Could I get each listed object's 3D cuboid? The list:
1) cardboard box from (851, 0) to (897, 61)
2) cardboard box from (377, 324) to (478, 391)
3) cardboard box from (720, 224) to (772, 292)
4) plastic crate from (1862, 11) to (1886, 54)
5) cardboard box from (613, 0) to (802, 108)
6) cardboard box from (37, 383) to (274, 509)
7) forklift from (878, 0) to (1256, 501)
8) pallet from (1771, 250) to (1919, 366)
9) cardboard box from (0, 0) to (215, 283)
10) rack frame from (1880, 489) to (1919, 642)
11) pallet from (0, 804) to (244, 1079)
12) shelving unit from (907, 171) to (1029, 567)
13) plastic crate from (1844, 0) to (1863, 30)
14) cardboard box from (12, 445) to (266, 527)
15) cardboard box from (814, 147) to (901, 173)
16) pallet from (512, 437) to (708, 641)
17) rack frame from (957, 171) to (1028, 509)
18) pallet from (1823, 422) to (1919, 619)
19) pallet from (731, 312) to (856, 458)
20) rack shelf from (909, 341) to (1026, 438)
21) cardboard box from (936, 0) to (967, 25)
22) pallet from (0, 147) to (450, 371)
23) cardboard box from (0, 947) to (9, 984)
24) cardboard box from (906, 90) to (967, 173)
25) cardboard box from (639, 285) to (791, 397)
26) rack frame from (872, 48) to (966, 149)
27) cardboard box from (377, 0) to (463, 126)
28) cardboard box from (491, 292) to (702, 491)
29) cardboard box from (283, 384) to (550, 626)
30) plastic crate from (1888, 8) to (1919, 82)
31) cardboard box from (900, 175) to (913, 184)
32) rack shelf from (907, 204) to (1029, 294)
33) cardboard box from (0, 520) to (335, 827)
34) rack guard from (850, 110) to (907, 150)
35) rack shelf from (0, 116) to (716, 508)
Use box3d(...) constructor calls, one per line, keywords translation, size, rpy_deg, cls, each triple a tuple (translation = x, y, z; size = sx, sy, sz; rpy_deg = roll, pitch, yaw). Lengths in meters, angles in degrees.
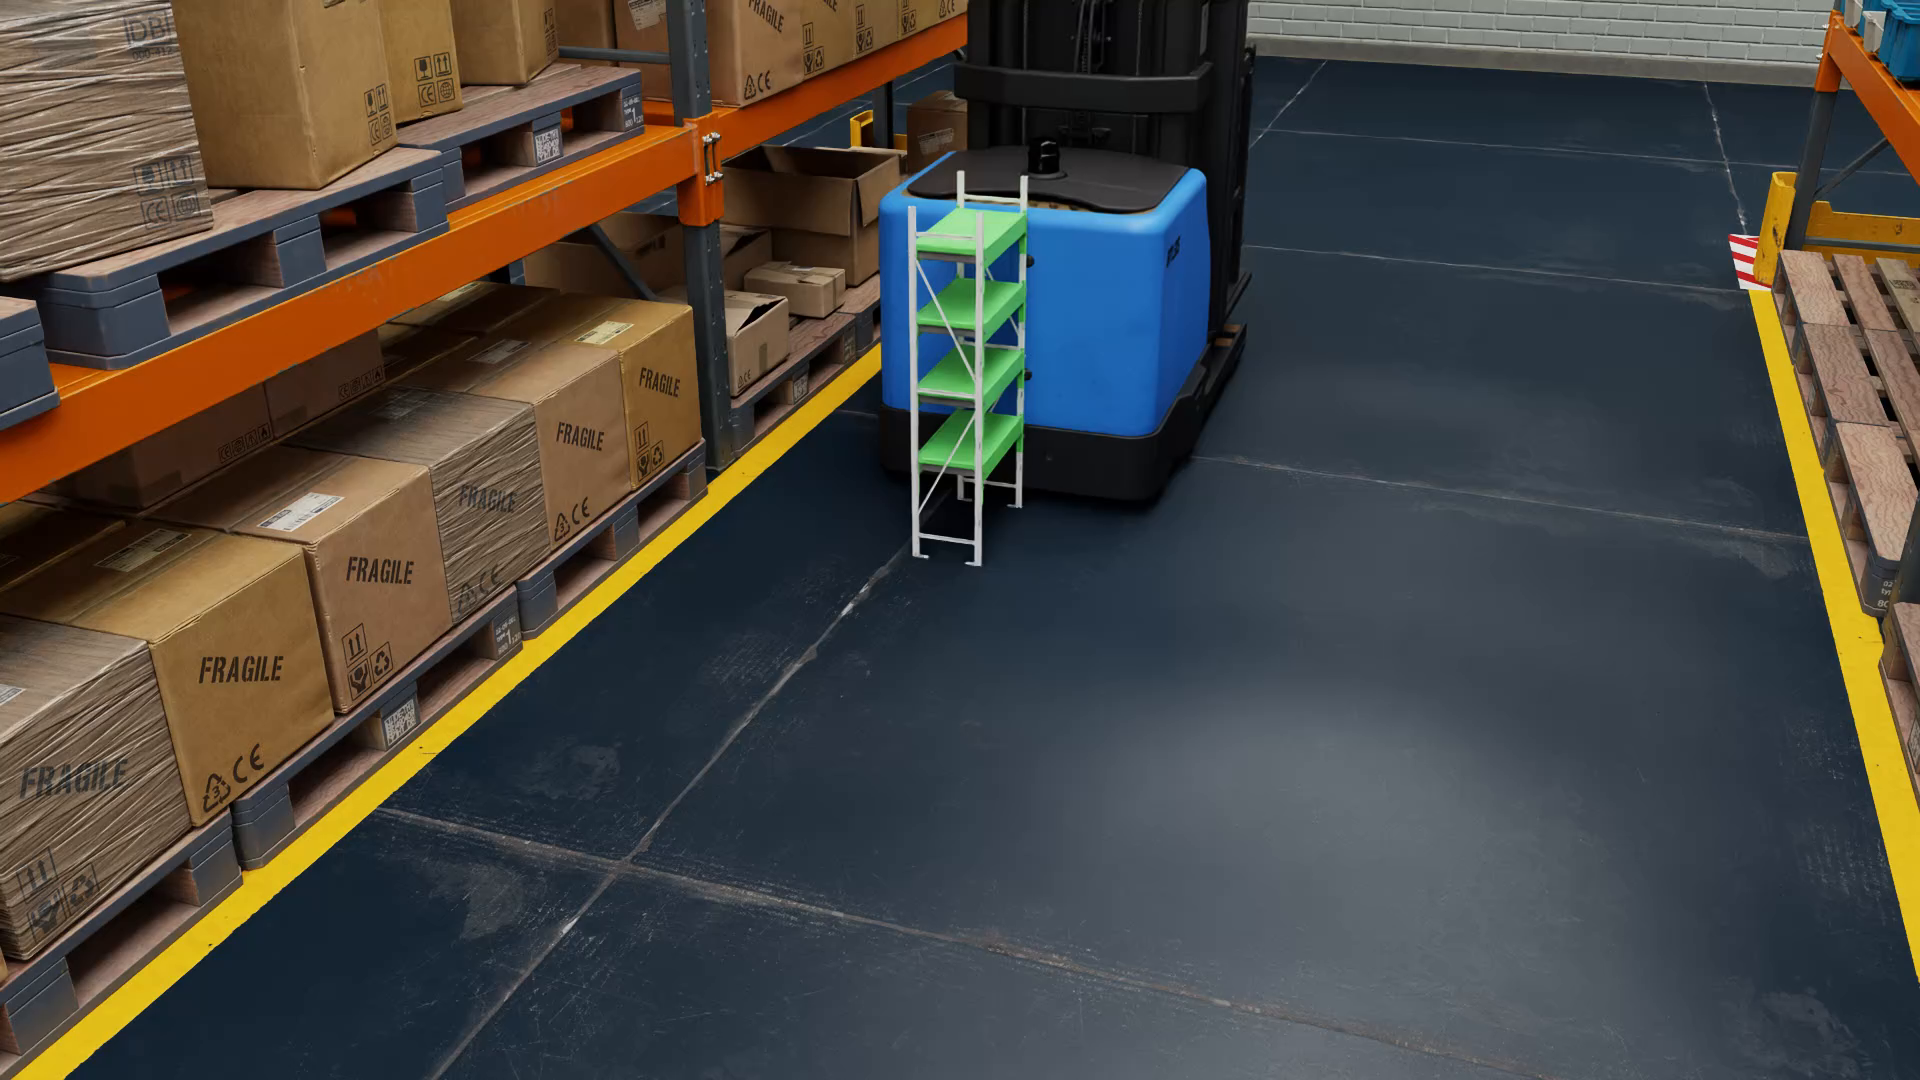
box3d(translation=(-0.589, -2.327, 6.998), size=(0.500, 0.500, 0.500), rpy_deg=(9, 27, 17), cls="cardboard box")
box3d(translation=(-1.910, -0.384, 5.465), size=(0.500, 0.500, 0.500), rpy_deg=(9, 27, 18), cls="cardboard box")
box3d(translation=(-1.180, -1.267, 7.505), size=(0.500, 0.311, 0.500), rpy_deg=(9, 27, 17), cls="cardboard box")
box3d(translation=(3.846, -2.075, 6.828), size=(0.250, 0.136, 0.298), rpy_deg=(9, 27, 17), cls="plastic crate")
box3d(translation=(-0.925, -1.910, 6.139), size=(0.500, 0.500, 0.500), rpy_deg=(9, 27, 19), cls="cardboard box")
box3d(translation=(-2.242, -0.325, 4.483), size=(0.500, 0.250, 0.500), rpy_deg=(8, 27, 16), cls="cardboard box")
box3d(translation=(0.641, -2.078, 6.679), size=(1.130, 2.935, 3.031), rpy_deg=(8, 27, 16), cls="forklift")
box3d(translation=(4.338, -1.031, 7.637), size=(1.003, 0.211, 1.213), rpy_deg=(9, 27, 17), cls="pallet")
box3d(translation=(-2.095, -0.909, 3.589), size=(0.700, 0.500, 0.500), rpy_deg=(14, 29, 27), cls="cardboard box")
box3d(translation=(3.318, -0.976, 4.323), size=(1.000, 3.000, 0.127), rpy_deg=(9, 27, 17), cls="rack frame")
box3d(translation=(-2.399, 0.902, 3.645), size=(1.003, 0.211, 1.213), rpy_deg=(9, 27, 17), cls="pallet")
box3d(translation=(0.032, -0.570, 5.550), size=(0.258, 1.200, 0.503), rpy_deg=(8, 27, 16), cls="shelving unit")
box3d(translation=(4.072, -2.354, 7.404), size=(0.250, 0.136, 0.298), rpy_deg=(9, 27, 17), cls="plastic crate")
box3d(translation=(-2.252, 0.028, 4.614), size=(0.500, 0.500, 0.500), rpy_deg=(8, 27, 15), cls="cardboard box")
box3d(translation=(-0.636, -1.912, 8.907), size=(0.500, 0.250, 0.500), rpy_deg=(9, 27, 17), cls="cardboard box")
box3d(translation=(-1.587, -0.101, 5.716), size=(1.003, 0.211, 1.213), rpy_deg=(9, 27, 17), cls="pallet")
box3d(translation=(0.107, -0.671, 5.759), size=(0.240, 1.200, 0.015), rpy_deg=(8, 27, 16), cls="rack frame")
box3d(translation=(3.526, -0.028, 5.566), size=(1.003, 0.211, 1.213), rpy_deg=(9, 27, 17), cls="pallet")
box3d(translation=(-1.122, -0.722, 7.000), size=(1.003, 0.211, 1.213), rpy_deg=(9, 27, 17), cls="pallet")
box3d(translation=(0.032, -0.512, 5.578), size=(0.258, 0.148, 0.480), rpy_deg=(8, 27, 16), cls="rack shelf")
box3d(translation=(-0.254, -2.743, 7.858), size=(0.500, 0.500, 0.500), rpy_deg=(9, 27, 18), cls="cardboard box")
box3d(translation=(-2.040, -0.765, 4.109), size=(1.003, 0.211, 1.213), rpy_deg=(9, 27, 17), cls="pallet")
box3d(translation=(-2.262, 0.730, 3.164), size=(0.500, 0.500, 0.500), rpy_deg=(10, 28, 20), cls="cardboard box")
box3d(translation=(0.031, -2.153, 9.118), size=(0.500, 0.500, 0.500), rpy_deg=(9, 27, 17), cls="cardboard box")
box3d(translation=(-1.008, -0.824, 6.591), size=(0.500, 0.311, 0.500), rpy_deg=(9, 27, 17), cls="cardboard box")
box3d(translation=(-0.021, -3.339, 9.205), size=(1.000, 3.000, 0.127), rpy_deg=(9, 27, 17), cls="rack frame")
box3d(translation=(-1.889, -1.476, 4.759), size=(0.700, 0.500, 0.500), rpy_deg=(13, 29, 26), cls="cardboard box")
box3d(translation=(-1.246, -0.524, 5.754), size=(0.500, 0.500, 0.500), rpy_deg=(9, 27, 17), cls="cardboard box")
box3d(translation=(-1.586, -0.116, 4.911), size=(0.500, 0.500, 0.500), rpy_deg=(9, 27, 18), cls="cardboard box")
box3d(translation=(3.718, -1.853, 6.258), size=(0.416, 0.233, 0.300), rpy_deg=(9, 27, 17), cls="plastic crate")
box3d(translation=(-0.314, -1.655, 8.376), size=(0.500, 0.250, 0.500), rpy_deg=(9, 27, 17), cls="cardboard box")
box3d(translation=(0.032, -0.944, 5.369), size=(0.258, 0.148, 0.480), rpy_deg=(8, 27, 16), cls="rack shelf")
box3d(translation=(-1.921, 0.308, 4.035), size=(0.500, 0.500, 0.500), rpy_deg=(8, 27, 17), cls="cardboard box")
box3d(translation=(-0.046, -2.183, 9.685), size=(1.175, 0.500, 0.348), rpy_deg=(9, 27, 17), cls="rack guard")
box3d(translation=(-2.017, -0.550, 4.269), size=(1.077, 0.370, 4.000), rpy_deg=(9, 27, 17), cls="rack shelf")
